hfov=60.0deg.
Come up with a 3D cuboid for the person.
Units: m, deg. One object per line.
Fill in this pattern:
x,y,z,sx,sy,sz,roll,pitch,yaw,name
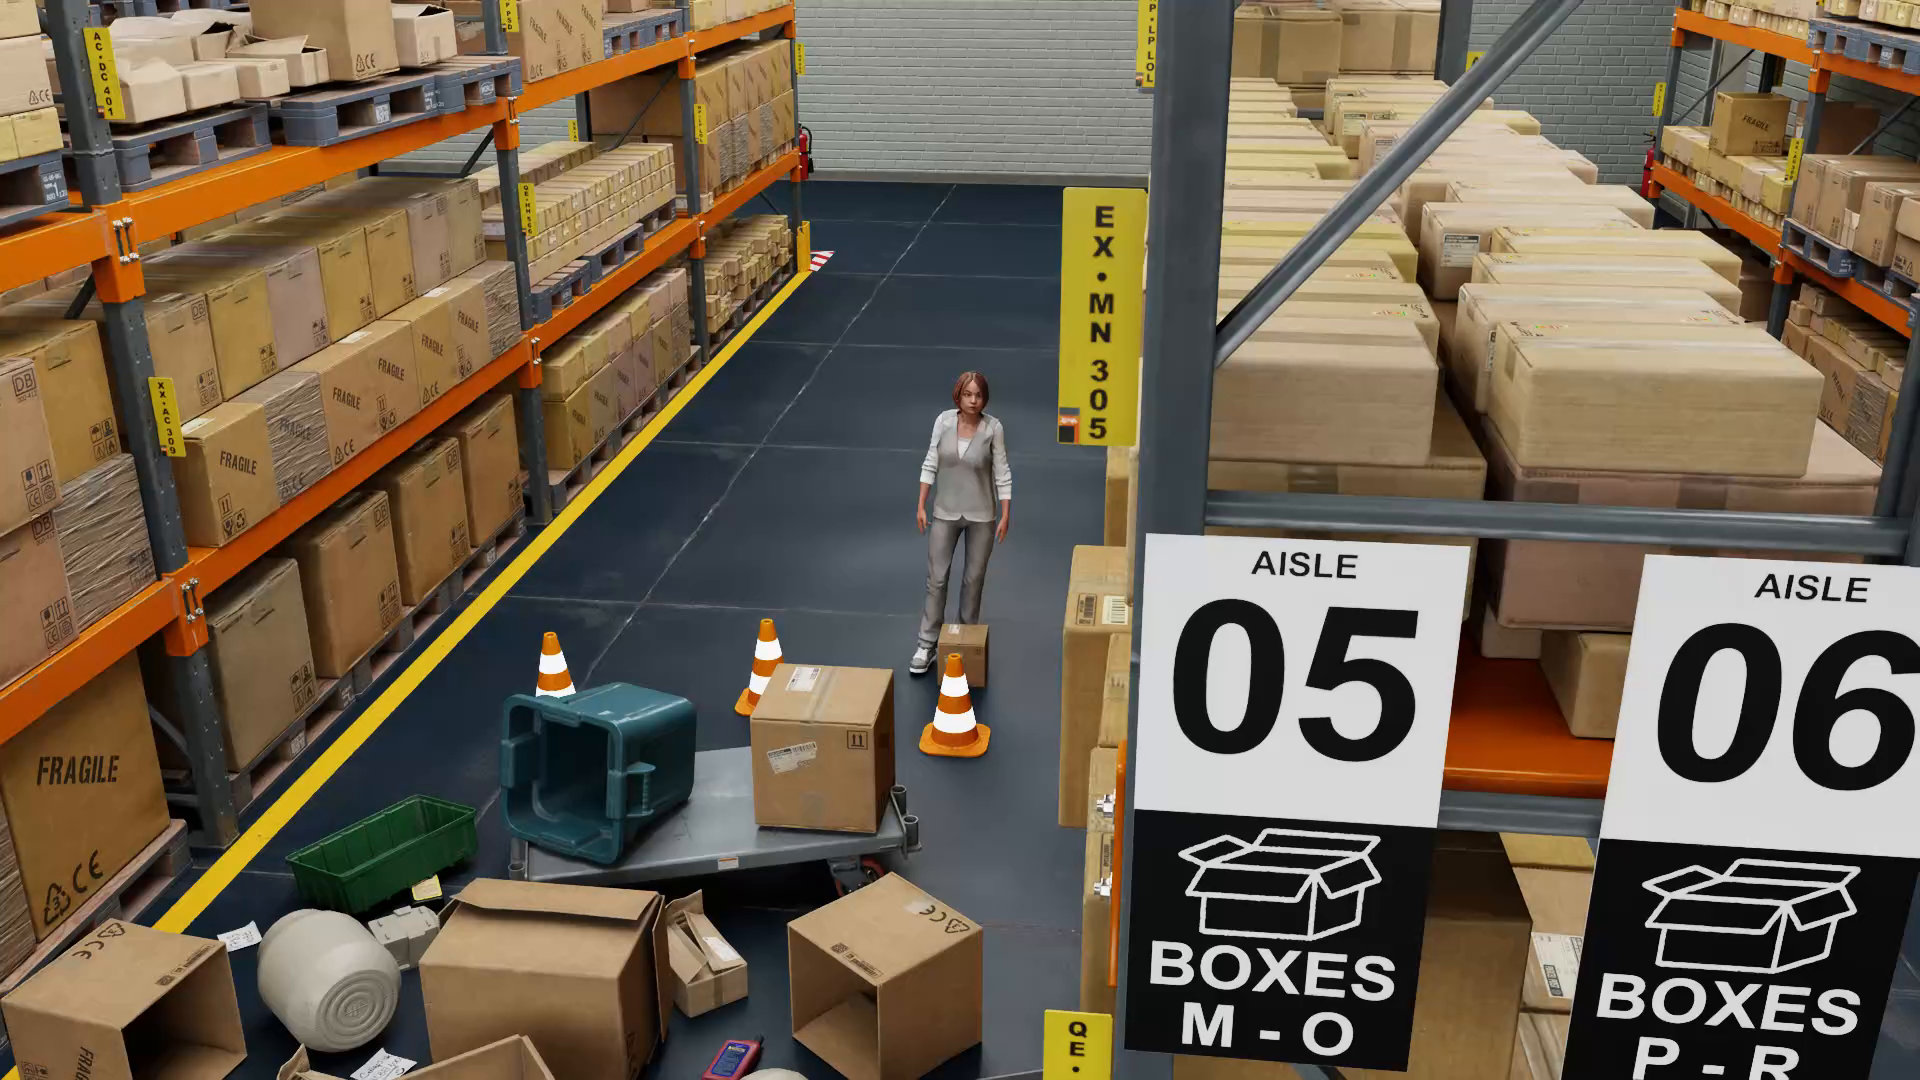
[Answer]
0.006,-0.088,8.797,0.521,1.598,0.473,3,22,6,person
